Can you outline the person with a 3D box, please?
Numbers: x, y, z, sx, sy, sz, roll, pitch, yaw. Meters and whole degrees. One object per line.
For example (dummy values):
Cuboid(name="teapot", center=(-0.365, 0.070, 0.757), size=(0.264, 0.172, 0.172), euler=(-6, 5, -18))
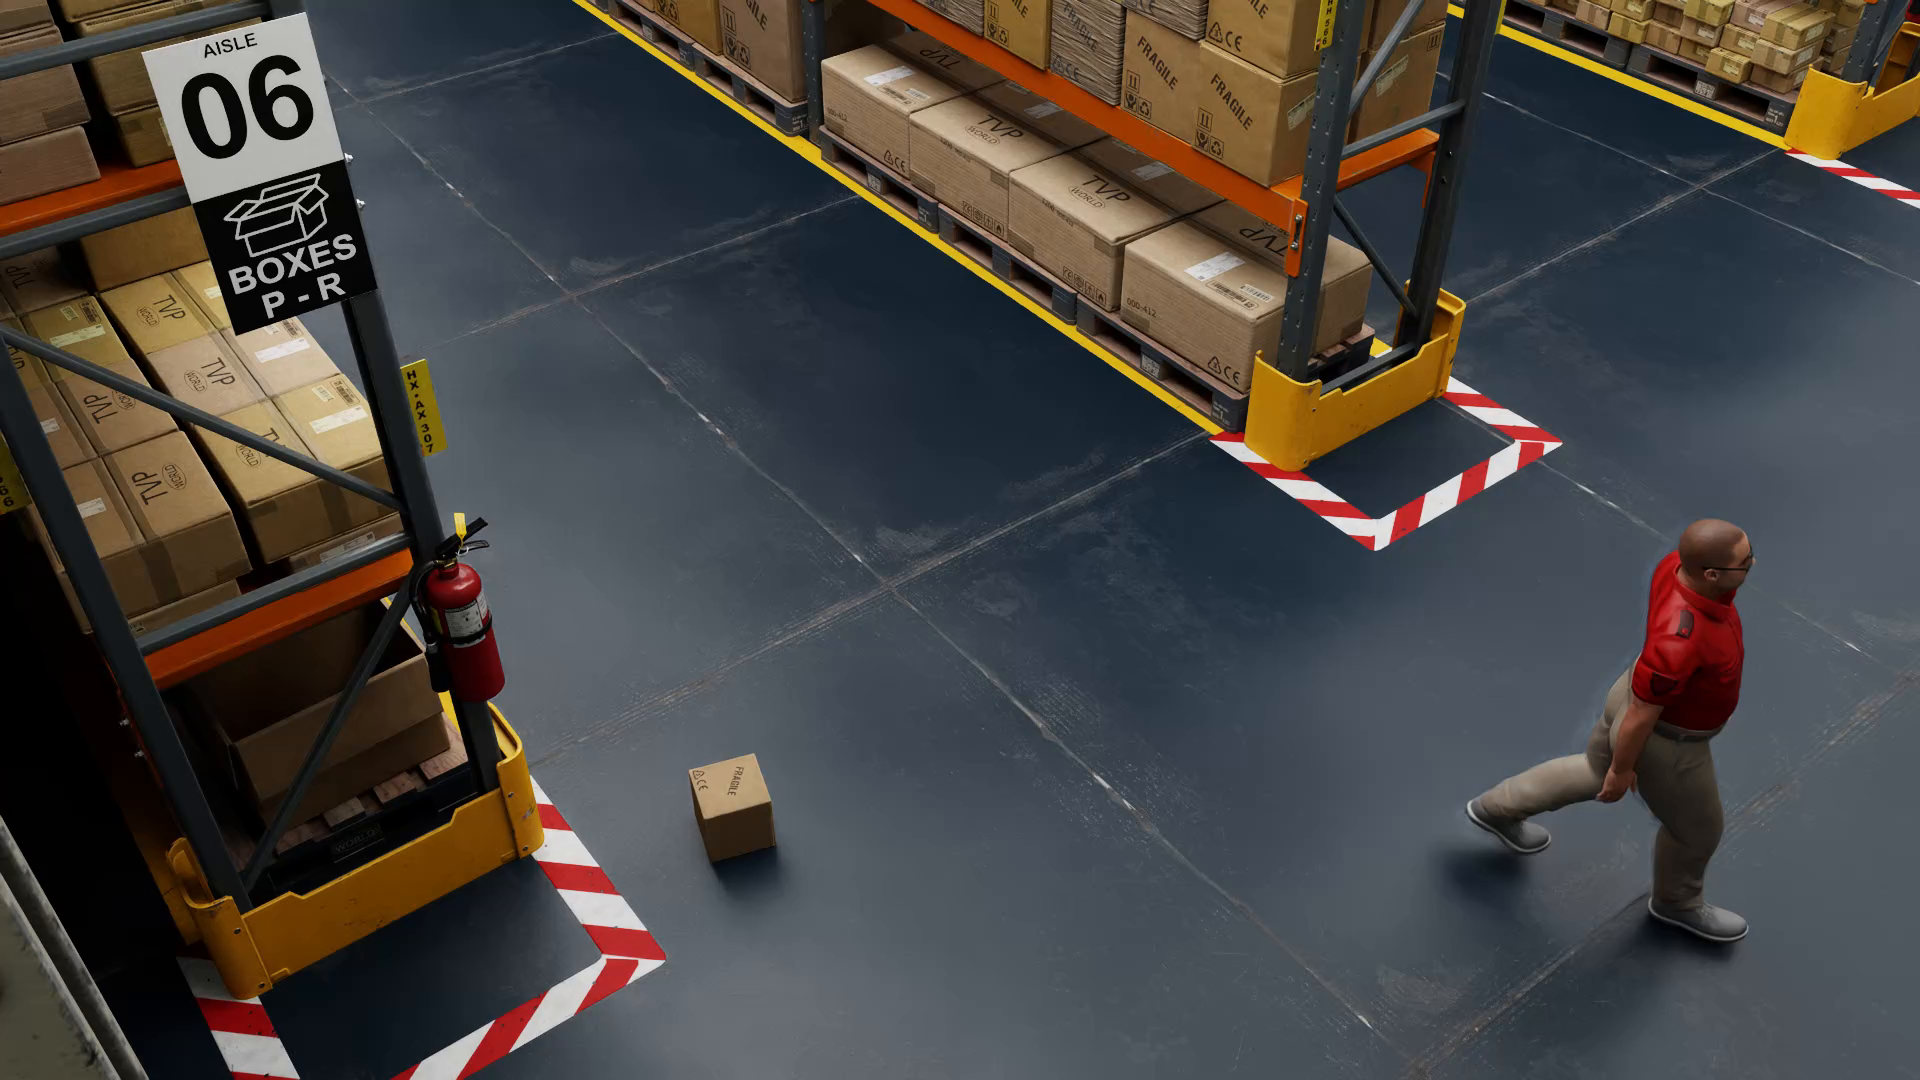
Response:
Cuboid(name="person", center=(2.309, 0.586, 5.467), size=(0.978, 1.679, 0.553), euler=(11, 41, 12))
